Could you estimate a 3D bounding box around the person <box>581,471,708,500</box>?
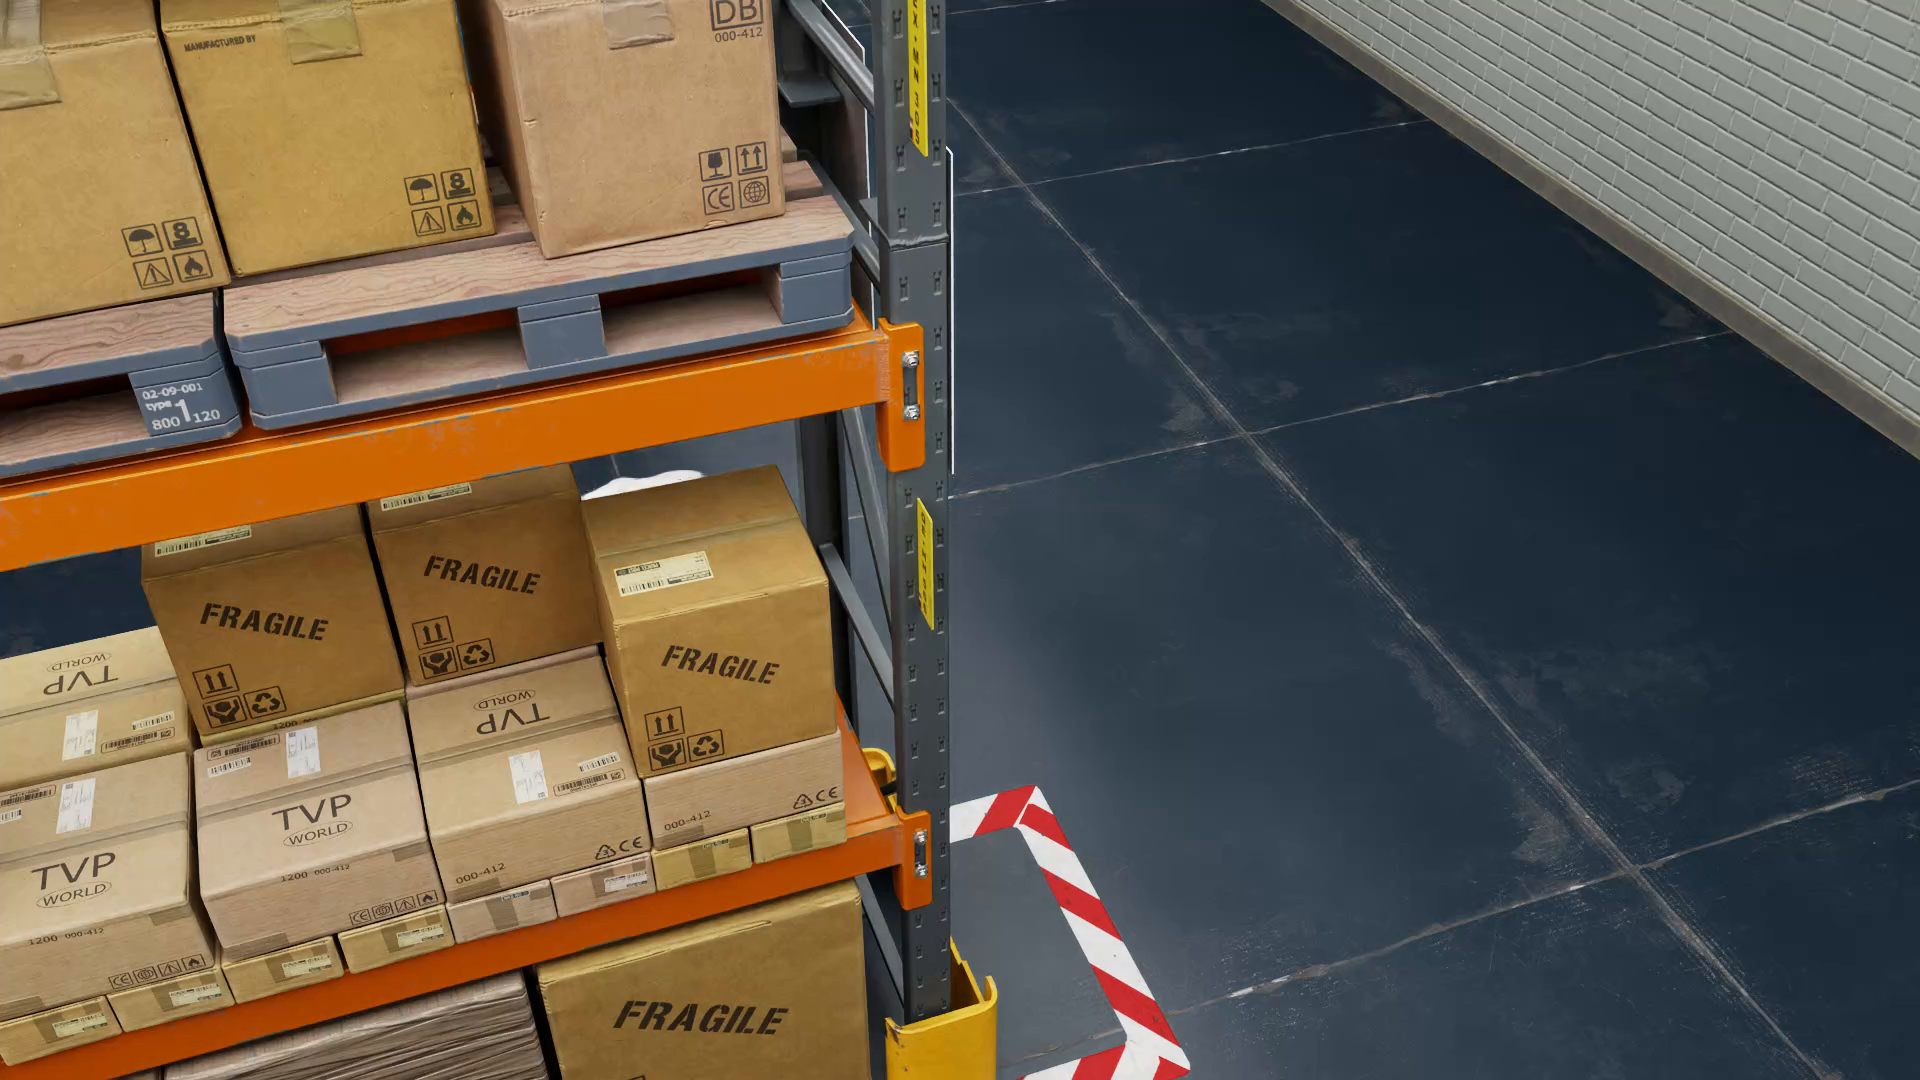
[{"bbox_3d":[-1.186,0.289,6.185,0.956,1.239,0.472,-24,44,-28],"label":"person"}]
